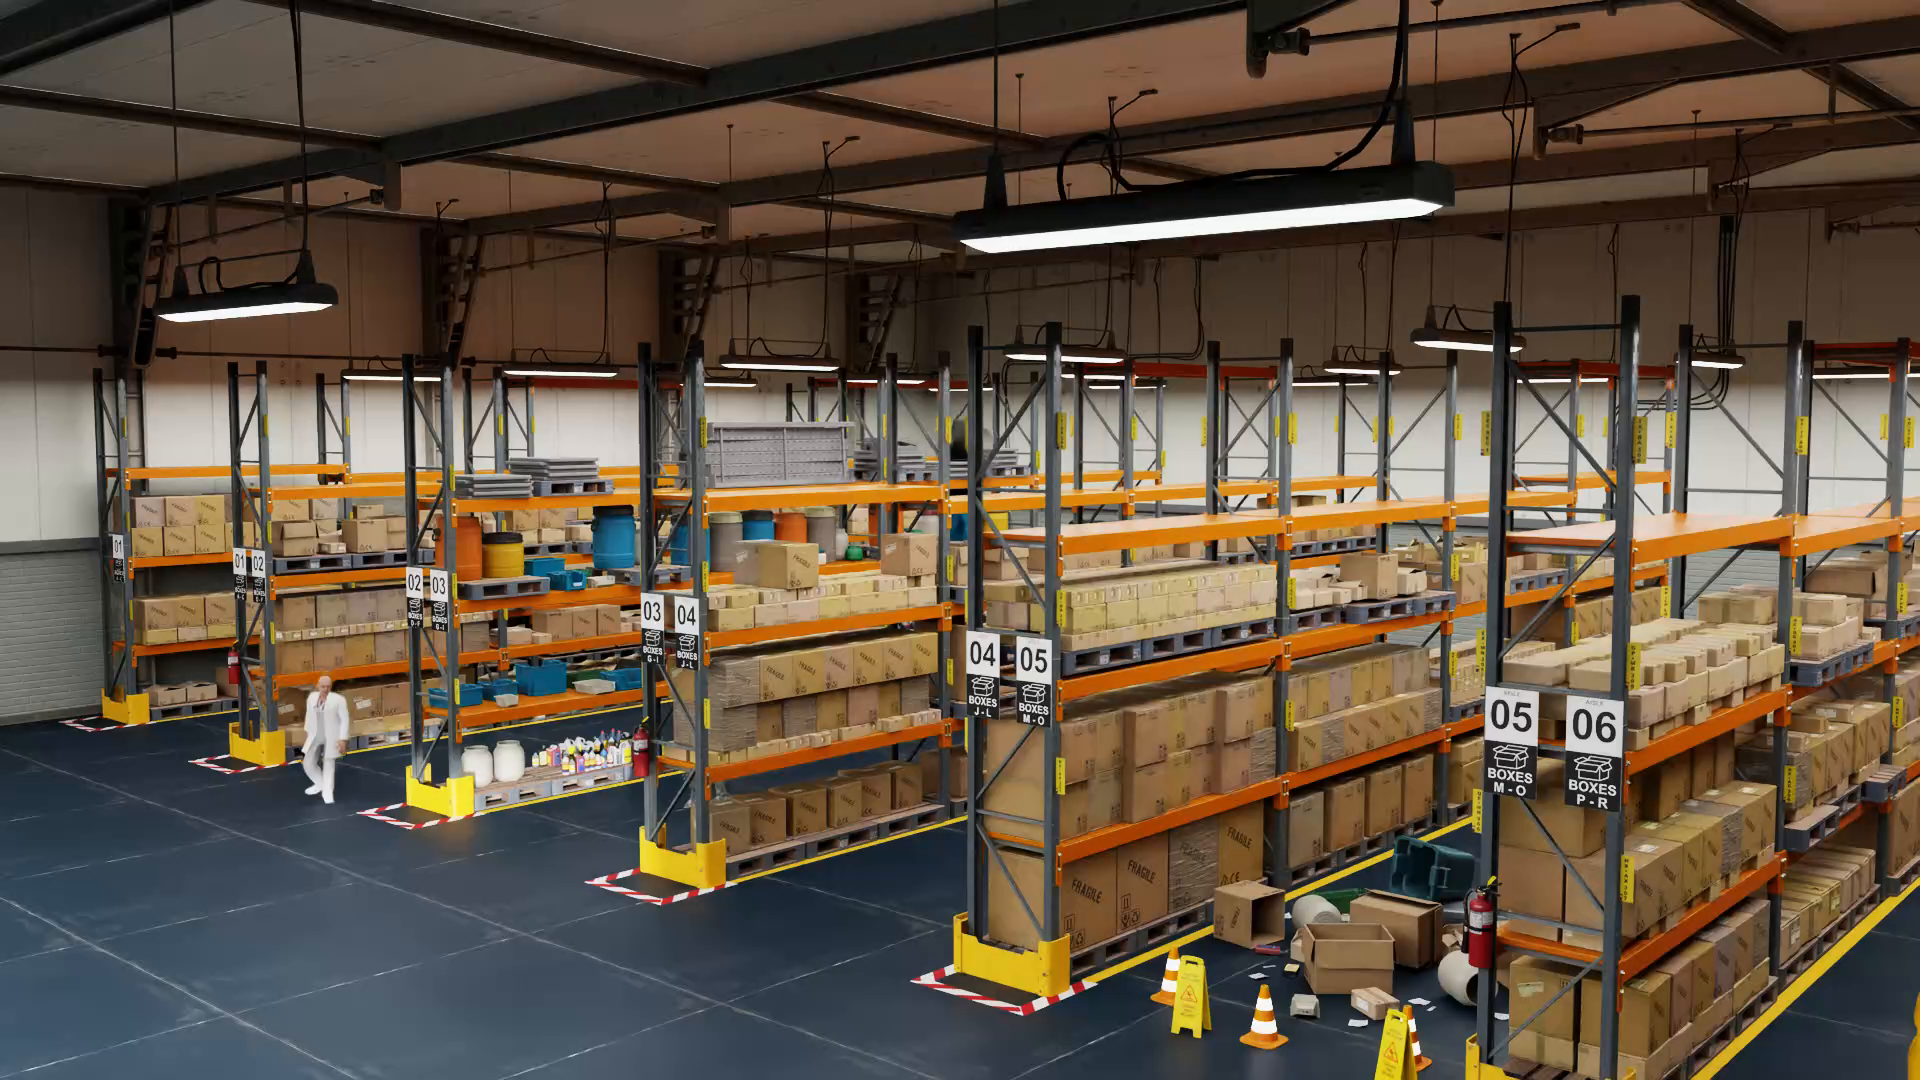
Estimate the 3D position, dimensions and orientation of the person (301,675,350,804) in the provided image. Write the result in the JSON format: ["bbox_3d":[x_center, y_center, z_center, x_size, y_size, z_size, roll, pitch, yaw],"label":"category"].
[{"bbox_3d":[-8.503,2.662,22.298,0.743,1.754,0.565,0,4,4],"label":"person"}]

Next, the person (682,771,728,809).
[{"bbox_3d":[-3.350,2.786,21.989,0.524,1.530,0.740,3,5,39],"label":"person"}]
